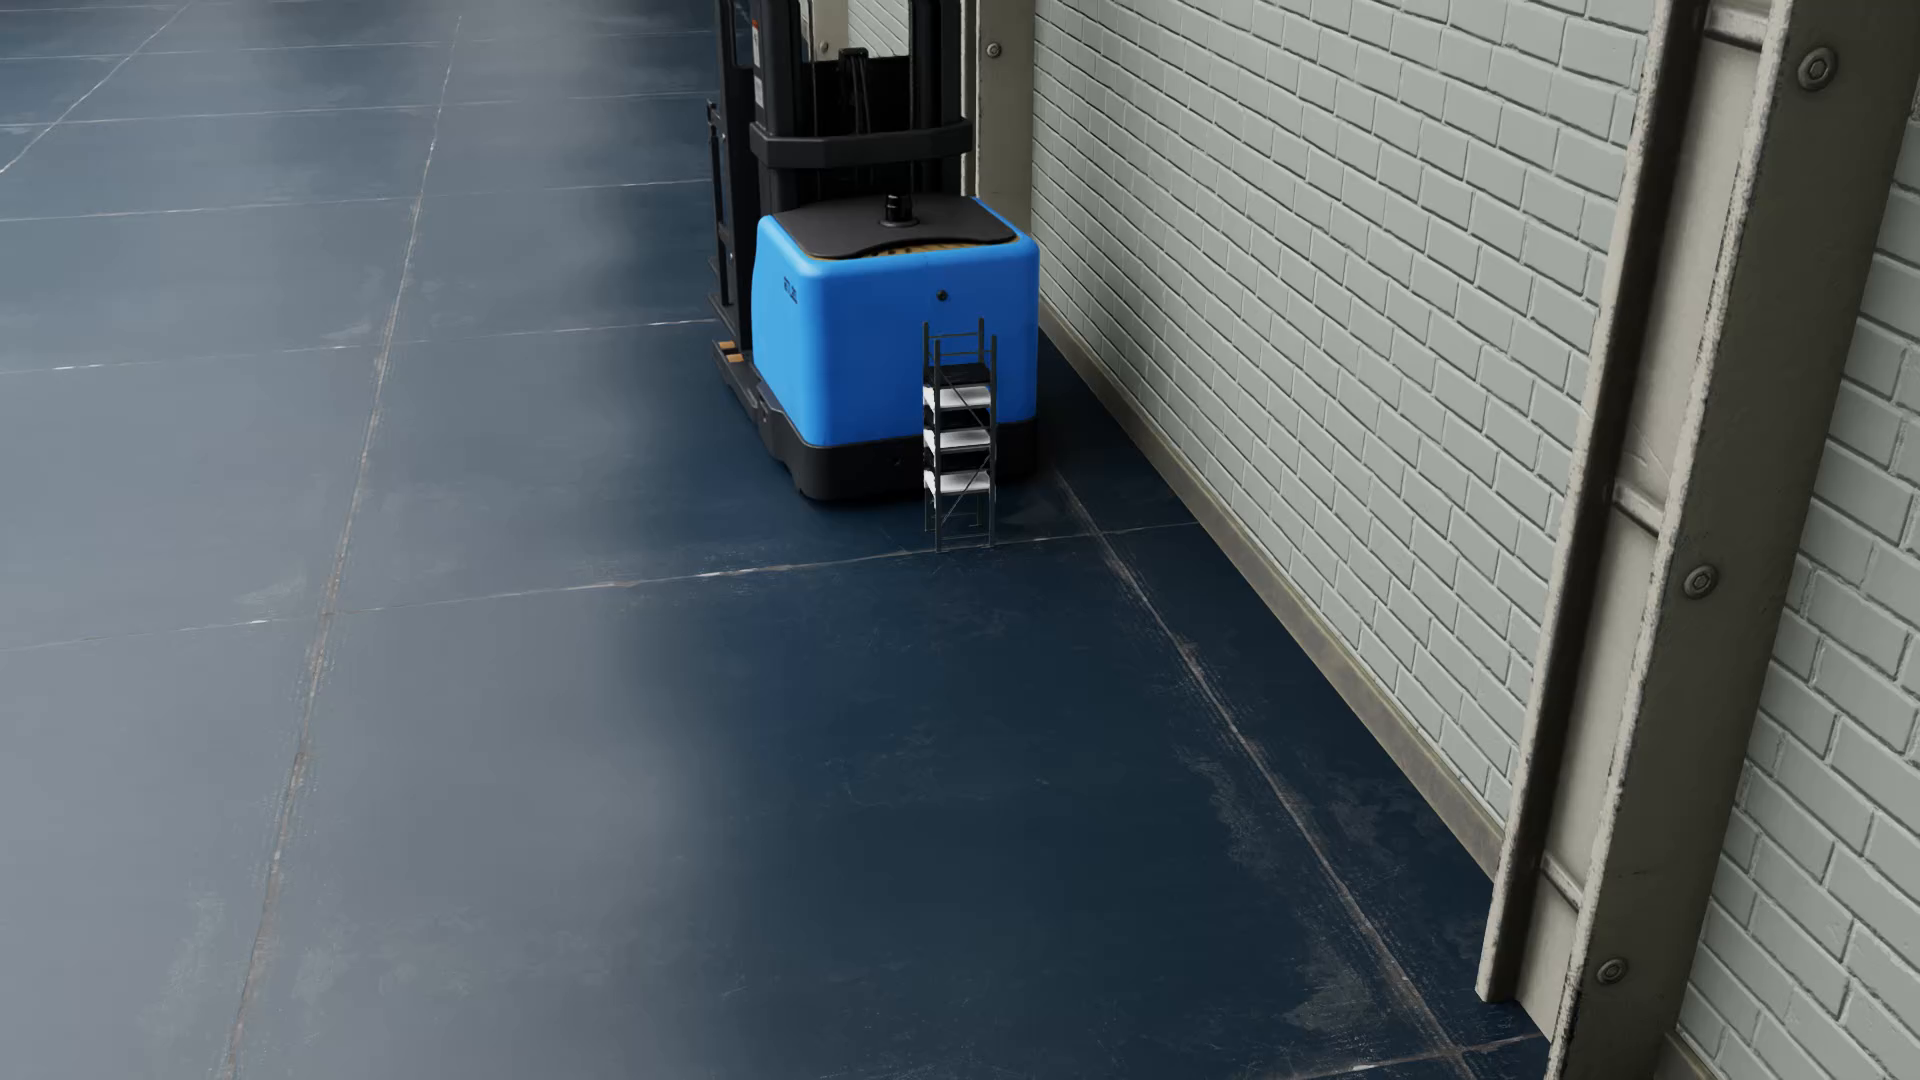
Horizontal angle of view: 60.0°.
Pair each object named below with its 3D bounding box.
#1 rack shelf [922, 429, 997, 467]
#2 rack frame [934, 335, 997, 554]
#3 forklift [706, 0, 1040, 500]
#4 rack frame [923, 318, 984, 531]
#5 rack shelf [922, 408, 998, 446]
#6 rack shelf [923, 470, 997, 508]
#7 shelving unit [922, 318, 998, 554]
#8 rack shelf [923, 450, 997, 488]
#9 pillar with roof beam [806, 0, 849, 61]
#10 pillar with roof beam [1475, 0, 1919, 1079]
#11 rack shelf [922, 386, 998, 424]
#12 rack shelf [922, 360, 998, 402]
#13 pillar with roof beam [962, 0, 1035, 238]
[{"bbox_3d":[-0.002,-0.376,6.569,0.258,0.077,0.200,-6,27,-12],"label":"rack shelf"},{"bbox_3d":[0.021,-0.361,6.466,0.240,0.900,0.006,-6,27,-12],"label":"rack frame"},{"bbox_3d":[-0.616,-2.117,7.691,1.130,2.935,3.031,-9,28,-17],"label":"forklift"},{"bbox_3d":[-0.025,-0.450,6.643,0.240,0.900,0.006,-6,27,-12],"label":"rack frame"},{"bbox_3d":[-0.002,-0.456,6.529,0.258,0.077,0.200,-6,27,-12],"label":"rack shelf"},{"bbox_3d":[-0.002,-0.215,6.650,0.258,0.077,0.200,-6,27,-12],"label":"rack shelf"},{"bbox_3d":[-0.002,-0.405,6.554,0.258,0.900,0.210,-6,27,-12],"label":"shelving unit"},{"bbox_3d":[-0.002,-0.295,6.610,0.258,0.077,0.200,-6,27,-12],"label":"rack shelf"},{"bbox_3d":[-5.344,-7.591,11.803,9.100,9.000,0.400,-6,27,-12],"label":"pillar with roof beam"},{"bbox_3d":[-2.640,-2.323,1.366,9.100,9.000,0.400,-6,27,-12],"label":"pillar with roof beam"},{"bbox_3d":[-0.002,-0.536,6.488,0.258,0.077,0.200,-6,27,-12],"label":"rack shelf"},{"bbox_3d":[-0.002,-0.617,6.448,0.258,0.077,0.200,-6,27,-12],"label":"rack shelf"},{"bbox_3d":[-3.992,-4.957,6.585,9.100,9.000,0.400,-6,27,-12],"label":"pillar with roof beam"}]
